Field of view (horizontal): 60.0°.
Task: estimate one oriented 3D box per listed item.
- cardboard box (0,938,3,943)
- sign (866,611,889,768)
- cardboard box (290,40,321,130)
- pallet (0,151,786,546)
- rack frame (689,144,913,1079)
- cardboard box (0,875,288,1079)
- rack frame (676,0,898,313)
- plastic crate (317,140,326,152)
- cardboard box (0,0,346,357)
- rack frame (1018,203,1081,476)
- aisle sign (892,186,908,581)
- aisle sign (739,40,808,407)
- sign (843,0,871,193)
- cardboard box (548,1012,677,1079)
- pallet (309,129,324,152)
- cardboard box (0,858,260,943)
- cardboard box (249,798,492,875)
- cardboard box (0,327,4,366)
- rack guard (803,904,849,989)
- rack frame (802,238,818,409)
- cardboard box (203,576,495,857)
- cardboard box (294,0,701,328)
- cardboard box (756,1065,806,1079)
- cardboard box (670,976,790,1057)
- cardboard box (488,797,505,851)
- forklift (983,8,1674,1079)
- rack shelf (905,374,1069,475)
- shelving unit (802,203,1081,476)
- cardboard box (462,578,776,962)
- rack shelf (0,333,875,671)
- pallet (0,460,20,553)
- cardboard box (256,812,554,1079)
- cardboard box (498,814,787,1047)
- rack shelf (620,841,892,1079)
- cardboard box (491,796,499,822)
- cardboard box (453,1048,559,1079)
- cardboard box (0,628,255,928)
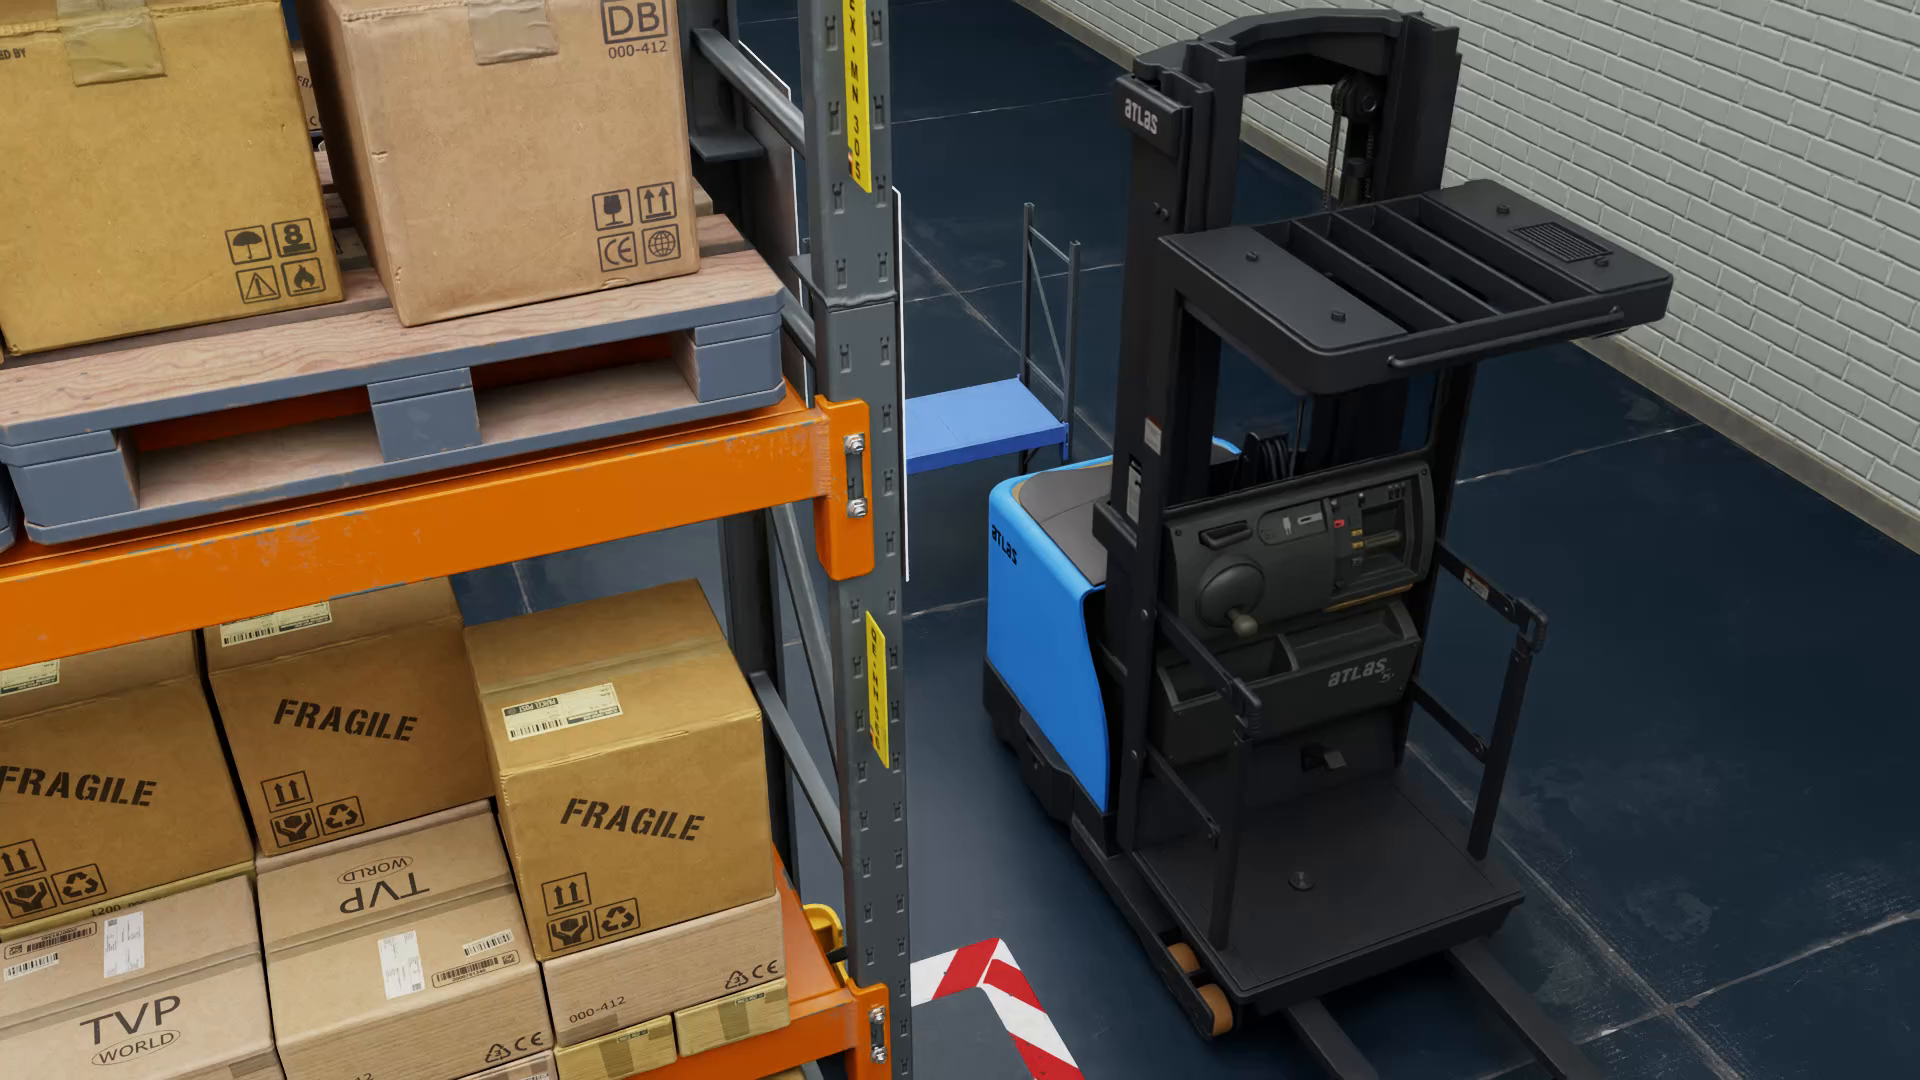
[{"bbox_3d":[-2.328,0.838,3.576,0.500,0.250,0.500,-14,35,-20],"label":"cardboard box"},{"bbox_3d":[-0.163,0.296,3.266,0.005,0.325,0.100,-13,35,-19],"label":"sign"},{"bbox_3d":[-4.598,-3.276,11.923,0.500,0.500,0.500,-13,35,-19],"label":"cardboard box"},{"bbox_3d":[-1.040,-0.454,3.028,1.213,0.211,1.003,-13,35,-19],"label":"pallet"},{"bbox_3d":[-0.360,0.605,4.070,0.127,3.000,1.000,-13,35,-19],"label":"rack frame"},{"bbox_3d":[-1.641,0.993,3.338,0.500,0.250,0.500,-14,36,-21],"label":"cardboard box"},{"bbox_3d":[-0.360,-1.910,2.434,0.127,3.000,1.000,-13,35,-19],"label":"rack frame"},{"bbox_3d":[-2.961,-1.888,8.088,0.298,0.136,0.250,-13,35,-19],"label":"plastic crate"},{"bbox_3d":[-1.385,-0.718,2.784,0.500,0.500,0.700,-14,36,-21],"label":"cardboard box"},{"bbox_3d":[0.390,-0.718,7.478,0.032,1.500,0.500,-13,35,-19],"label":"rack frame"},{"bbox_3d":[-0.178,-0.349,3.153,0.004,0.787,0.394,-13,35,-19],"label":"aisle sign"},{"bbox_3d":[-0.410,-0.651,3.617,0.004,0.787,0.394,-13,35,-19],"label":"aisle sign"},{"bbox_3d":[-0.163,-0.715,2.609,0.005,0.325,0.100,-13,35,-19],"label":"sign"},{"bbox_3d":[-0.800,1.006,3.683,0.250,0.149,0.380,-13,35,-18],"label":"cardboard box"},{"bbox_3d":[-4.997,-3.024,12.204,1.213,0.211,1.003,-13,35,-19],"label":"pallet"},{"bbox_3d":[-1.849,0.726,3.749,0.500,0.250,0.500,-14,36,-21],"label":"cardboard box"},{"bbox_3d":[-1.384,0.621,3.909,0.500,0.250,0.500,-13,35,-20],"label":"cardboard box"},{"bbox_3d":[-1.843,-0.584,2.579,0.500,0.500,0.700,-15,36,-22],"label":"cardboard box"},{"bbox_3d":[-0.338,1.647,4.760,0.348,0.500,1.175,-13,35,-19],"label":"rack guard"},{"bbox_3d":[-0.547,-0.503,7.148,0.032,1.500,0.500,-13,35,-19],"label":"rack frame"},{"bbox_3d":[-1.368,0.300,3.716,0.500,0.500,0.500,-14,35,-20],"label":"cardboard box"},{"bbox_3d":[-0.819,-0.776,2.873,0.500,0.500,0.700,-15,36,-22],"label":"cardboard box"},{"bbox_3d":[-0.919,1.494,4.266,0.875,0.875,0.875,-13,35,-19],"label":"cardboard box"},{"bbox_3d":[-0.561,0.951,3.769,0.250,0.149,0.380,-12,35,-18],"label":"cardboard box"},{"bbox_3d":[-1.051,0.674,4.194,0.250,0.149,0.380,-13,35,-20],"label":"cardboard box"},{"bbox_3d":[1.144,0.089,4.926,1.130,2.935,3.031,-13,35,-20],"label":"forklift"},{"bbox_3d":[-0.079,-0.460,7.411,1.000,0.185,0.538,-13,35,-19],"label":"rack shelf"},{"bbox_3d":[-0.079,-0.611,7.313,1.048,1.500,0.538,-13,35,-19],"label":"shelving unit"},{"bbox_3d":[-0.708,0.463,3.465,0.500,0.500,0.500,-12,35,-18],"label":"cardboard box"},{"bbox_3d":[-2.204,0.071,2.800,4.000,0.370,1.077,-13,35,-19],"label":"rack shelf"},{"bbox_3d":[-2.167,-0.194,2.629,1.213,0.211,1.003,-13,35,-19],"label":"pallet"},{"bbox_3d":[-1.172,0.885,3.504,0.500,0.250,0.500,-14,35,-20],"label":"cardboard box"},{"bbox_3d":[-0.704,0.778,3.668,0.500,0.250,0.500,-13,35,-20],"label":"cardboard box"},{"bbox_3d":[-2.204,1.328,3.618,4.000,0.370,1.077,-13,35,-19],"label":"rack shelf"},{"bbox_3d":[-0.907,0.508,4.083,0.500,0.250,0.500,-14,36,-20],"label":"cardboard box"},{"bbox_3d":[-1.033,1.059,3.602,0.250,0.149,0.380,-13,35,-19],"label":"cardboard box"},{"bbox_3d":[-1.844,0.412,3.544,0.500,0.500,0.500,-14,36,-20],"label":"cardboard box"}]
